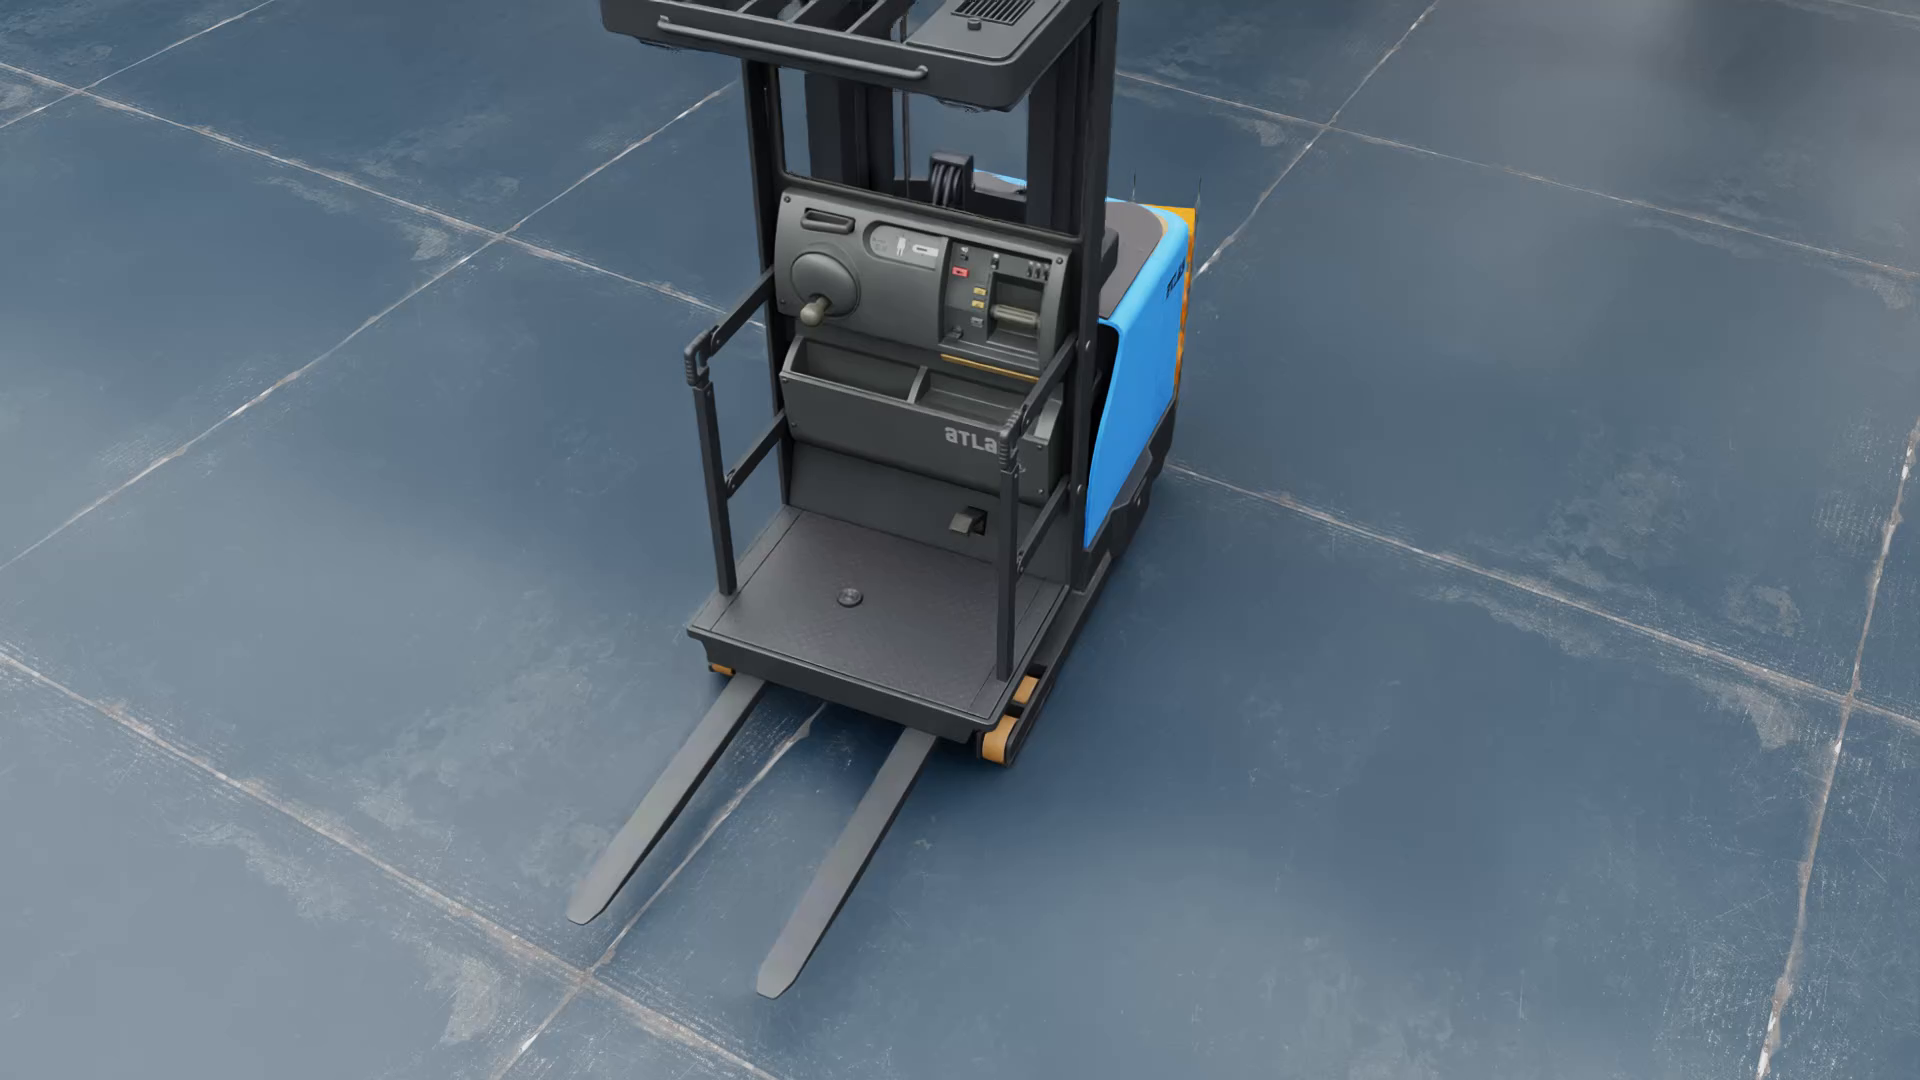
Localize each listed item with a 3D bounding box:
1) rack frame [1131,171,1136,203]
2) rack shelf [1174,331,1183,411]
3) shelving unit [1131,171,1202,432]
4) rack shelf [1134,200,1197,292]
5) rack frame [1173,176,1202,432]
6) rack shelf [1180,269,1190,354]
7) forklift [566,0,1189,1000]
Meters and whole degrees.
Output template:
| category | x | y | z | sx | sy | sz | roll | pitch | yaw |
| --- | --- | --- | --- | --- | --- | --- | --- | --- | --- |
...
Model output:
| category | x | y | z | sx | sy | sz | roll | pitch | yaw |
| --- | --- | --- | --- | --- | --- | --- | --- | --- | --- |
| rack frame | 0.643 | -0.923 | 6.504 | 0.008 | 1.050 | 0.200 | 5 | 42 | 6 |
| rack shelf | 0.764 | -0.695 | 6.681 | 0.240 | 0.259 | 0.215 | 5 | 42 | 6 |
| shelving unit | 0.764 | -0.912 | 6.491 | 0.252 | 1.050 | 0.215 | 5 | 42 | 6 |
| rack shelf | 0.764 | -1.117 | 6.310 | 0.240 | 0.259 | 0.215 | 5 | 42 | 6 |
| rack frame | 0.885 | -0.900 | 6.477 | 0.008 | 1.050 | 0.200 | 5 | 42 | 6 |
| rack shelf | 0.764 | -0.904 | 6.498 | 0.240 | 0.259 | 0.215 | 5 | 42 | 6 |
| forklift | -0.210 | -0.695 | 4.822 | 1.130 | 2.935 | 3.031 | 16 | 44 | 17 |
